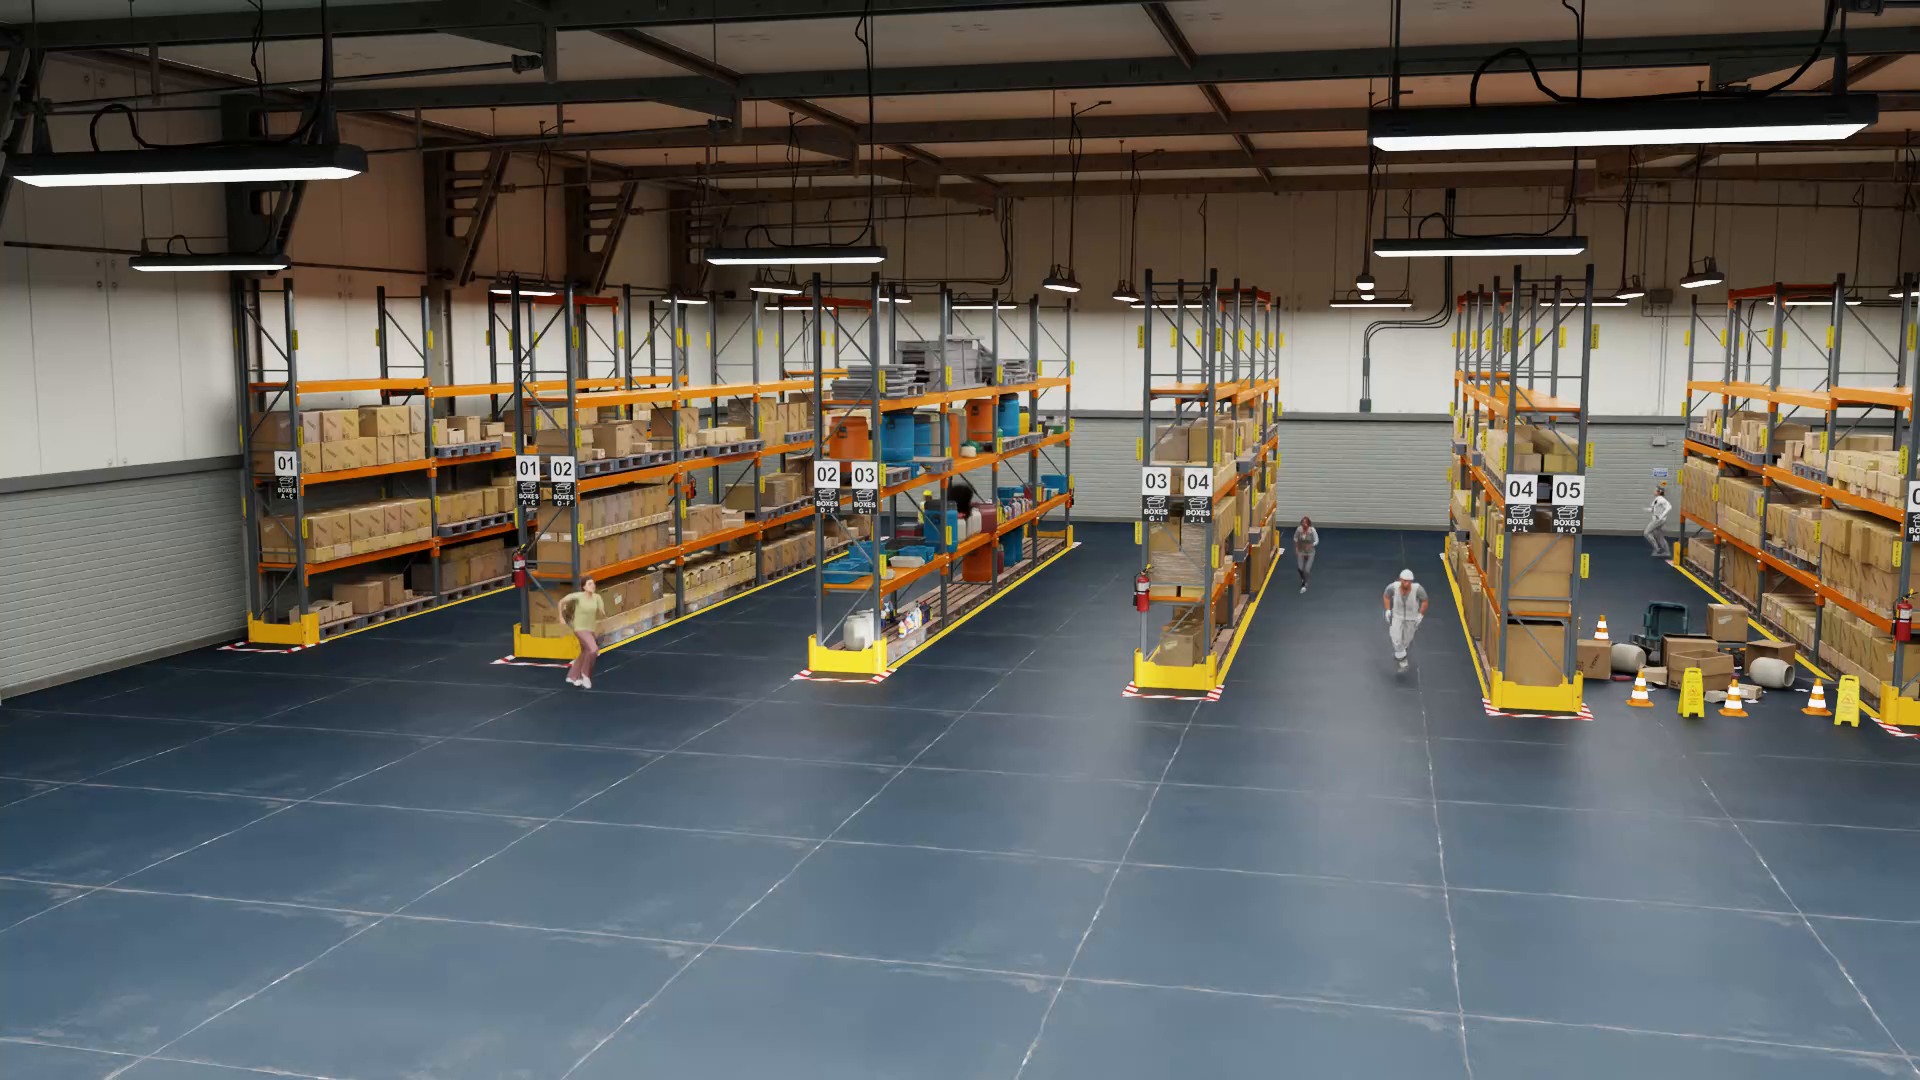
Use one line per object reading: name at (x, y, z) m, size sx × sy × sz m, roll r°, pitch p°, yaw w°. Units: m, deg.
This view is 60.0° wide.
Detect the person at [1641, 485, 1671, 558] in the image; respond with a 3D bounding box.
person at (16.101, -0.433, 38.440) m, size 0.687 × 1.689 × 0.581 m, roll 3°, pitch 7°, yaw 20°

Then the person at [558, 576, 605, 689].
person at (-5.386, 1.318, 23.843) m, size 0.764 × 1.622 × 0.608 m, roll 6°, pitch 9°, yaw 41°

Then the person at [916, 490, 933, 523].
person at (-0.646, -0.195, 36.093) m, size 0.695 × 1.810 × 0.791 m, roll 3°, pitch 7°, yaw 20°

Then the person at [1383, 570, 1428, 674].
person at (6.757, 1.201, 25.259) m, size 0.663 × 1.618 × 1.091 m, roll 2°, pitch 7°, yaw 14°

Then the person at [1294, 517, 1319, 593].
person at (6.837, 0.294, 32.922) m, size 0.511 × 1.541 × 0.588 m, roll 2°, pitch 7°, yaw 19°
